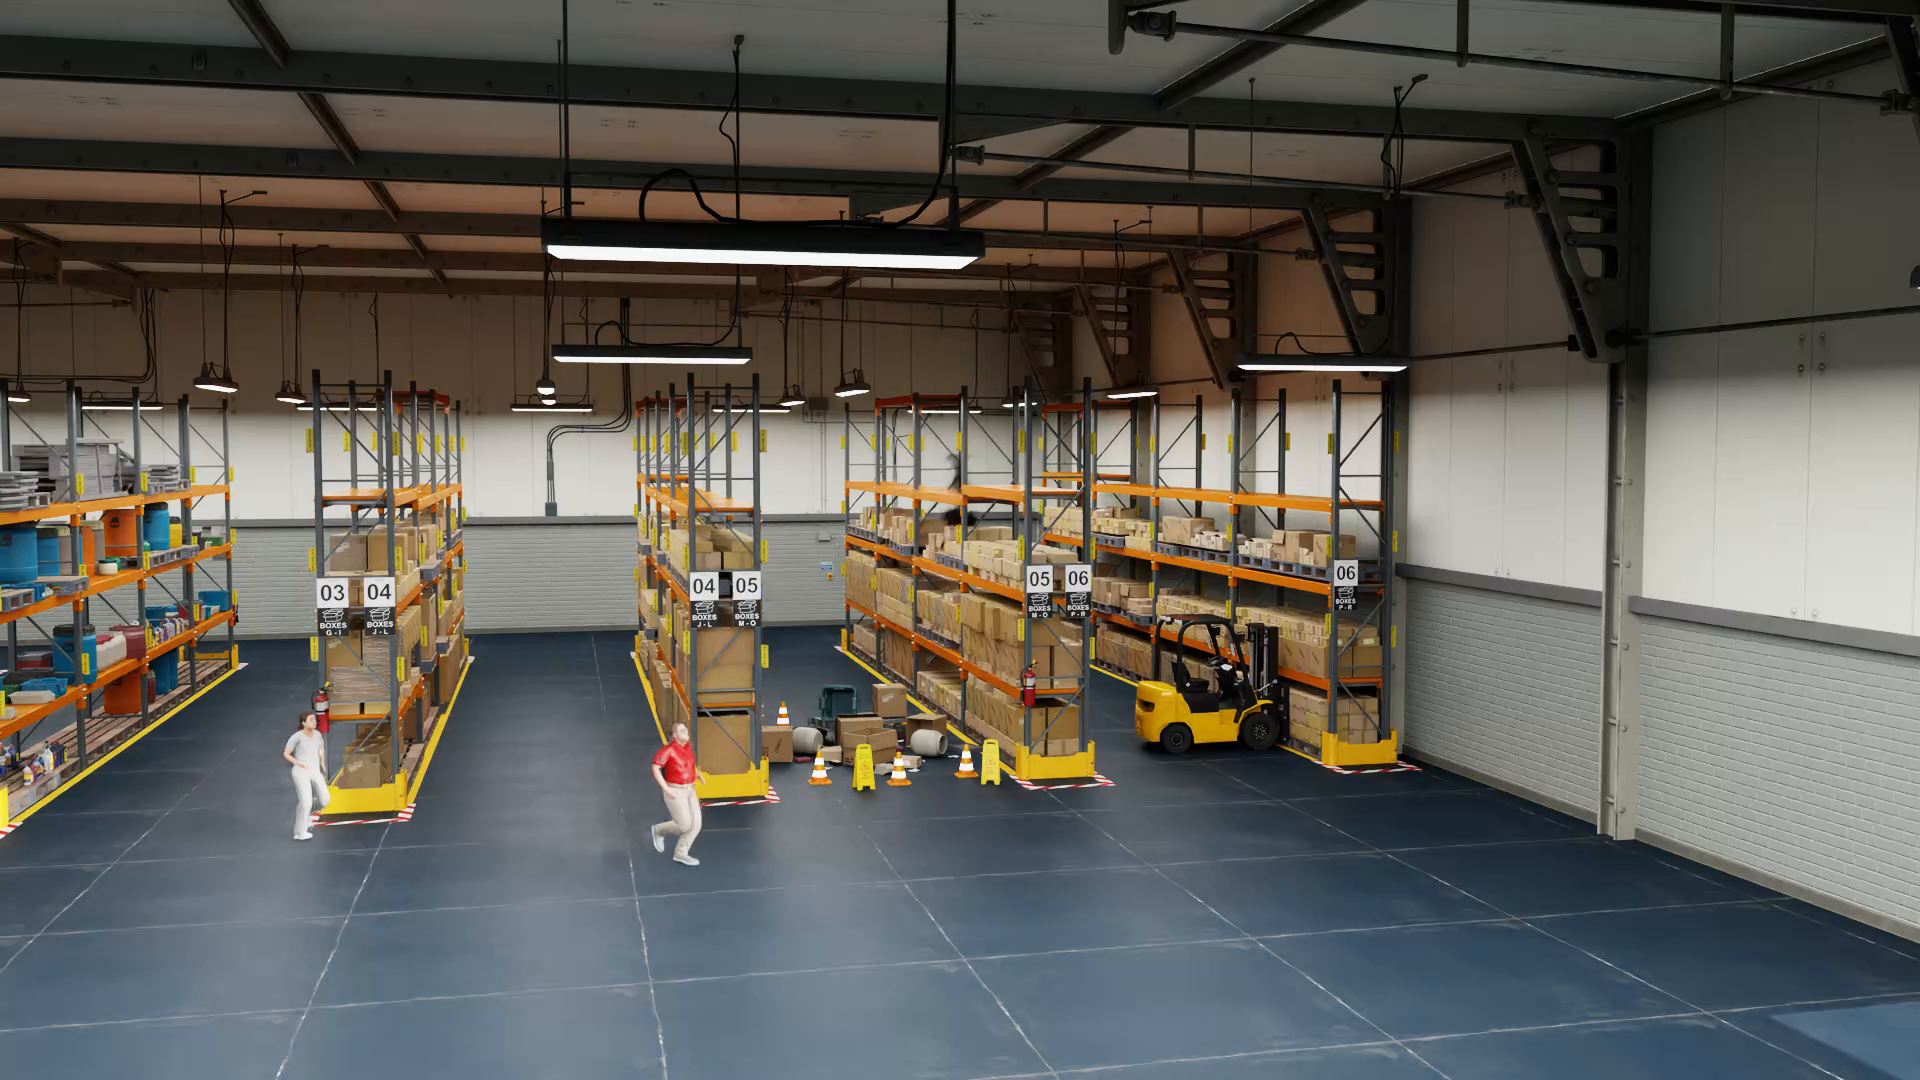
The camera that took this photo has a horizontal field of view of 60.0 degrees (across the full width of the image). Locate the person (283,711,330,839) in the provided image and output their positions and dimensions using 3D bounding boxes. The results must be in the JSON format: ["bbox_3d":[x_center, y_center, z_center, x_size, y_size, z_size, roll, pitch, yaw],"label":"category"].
[{"bbox_3d":[-8.311,2.975,21.144,0.592,1.625,0.605,2,4,33],"label":"person"}]

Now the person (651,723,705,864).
[{"bbox_3d":[-3.366,3.024,19.862,0.591,1.689,0.707,2,4,30],"label":"person"}]
